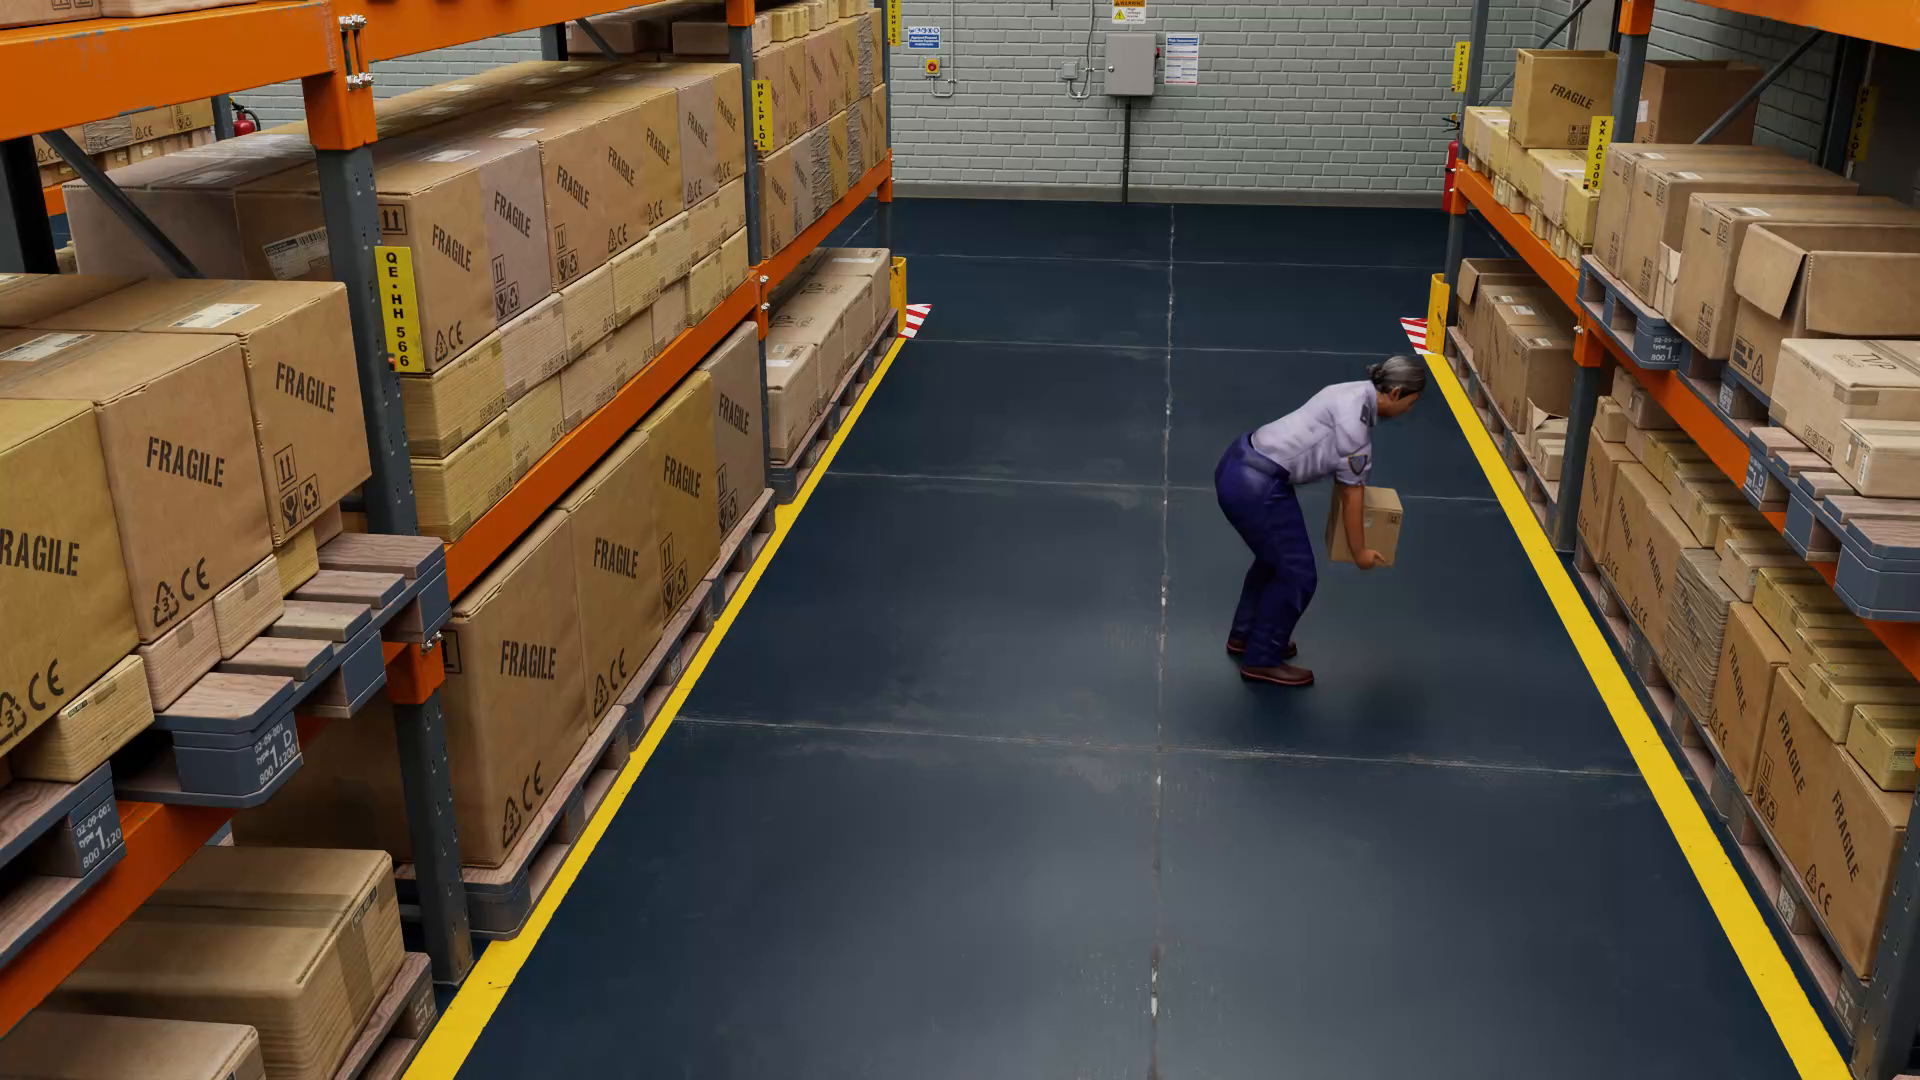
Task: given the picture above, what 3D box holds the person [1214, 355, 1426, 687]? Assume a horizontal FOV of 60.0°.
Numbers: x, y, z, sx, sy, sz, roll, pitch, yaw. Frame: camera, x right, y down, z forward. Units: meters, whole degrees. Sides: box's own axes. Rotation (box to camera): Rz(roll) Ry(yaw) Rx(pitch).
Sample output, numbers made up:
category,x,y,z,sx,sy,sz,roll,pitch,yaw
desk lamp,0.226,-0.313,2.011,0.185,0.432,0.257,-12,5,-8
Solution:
category,x,y,z,sx,sy,sz,roll,pitch,yaw
person,1.429,-0.090,6.752,0.794,1.353,0.455,2,21,5
